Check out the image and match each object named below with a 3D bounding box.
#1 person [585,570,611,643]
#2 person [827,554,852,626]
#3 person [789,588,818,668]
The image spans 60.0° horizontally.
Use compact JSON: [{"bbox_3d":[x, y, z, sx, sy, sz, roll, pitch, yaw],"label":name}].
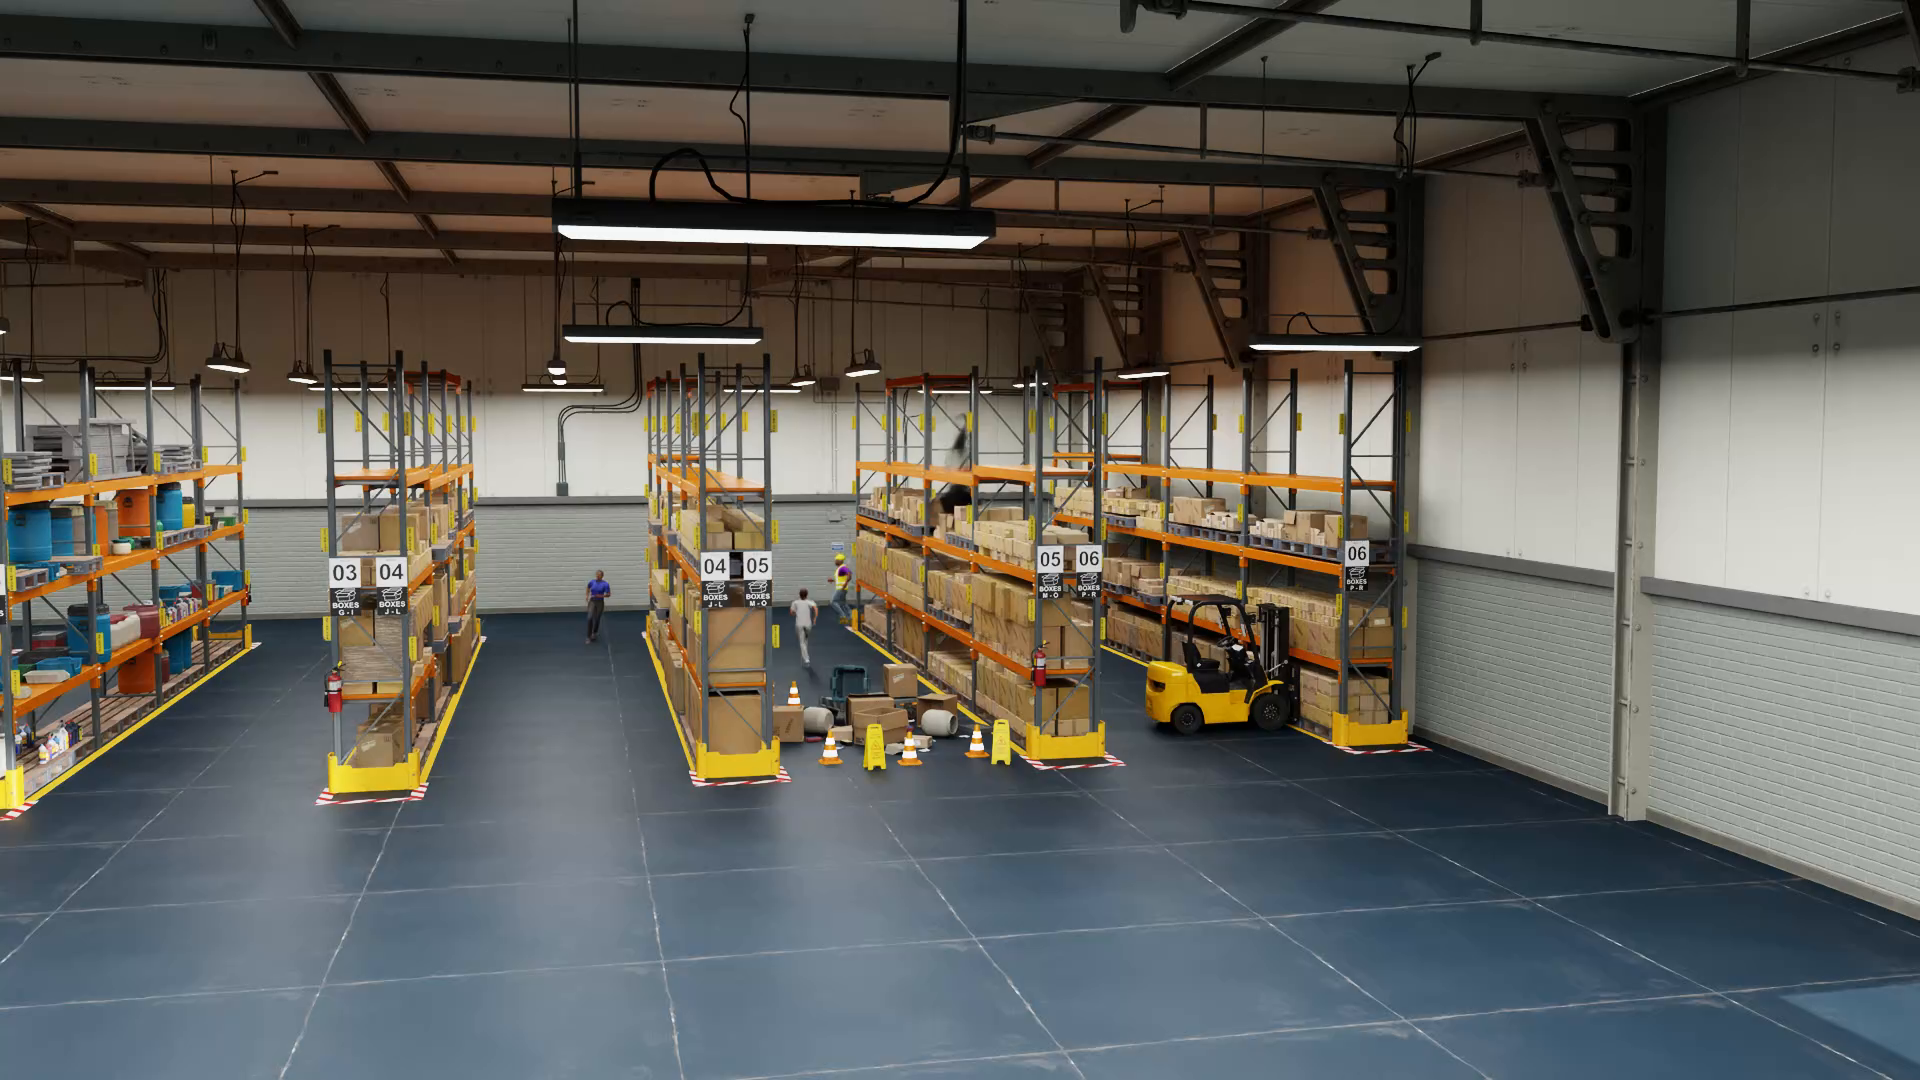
[{"bbox_3d":[-8.345,1.535,38.405,0.576,1.706,0.764,0,4,-5],"label":"person"},{"bbox_3d":[-2.981,1.256,41.500,0.712,1.800,0.725,0,4,-2],"label":"person"},{"bbox_3d":[-3.170,1.834,33.833,0.568,1.674,1.015,-1,4,-15],"label":"person"}]
